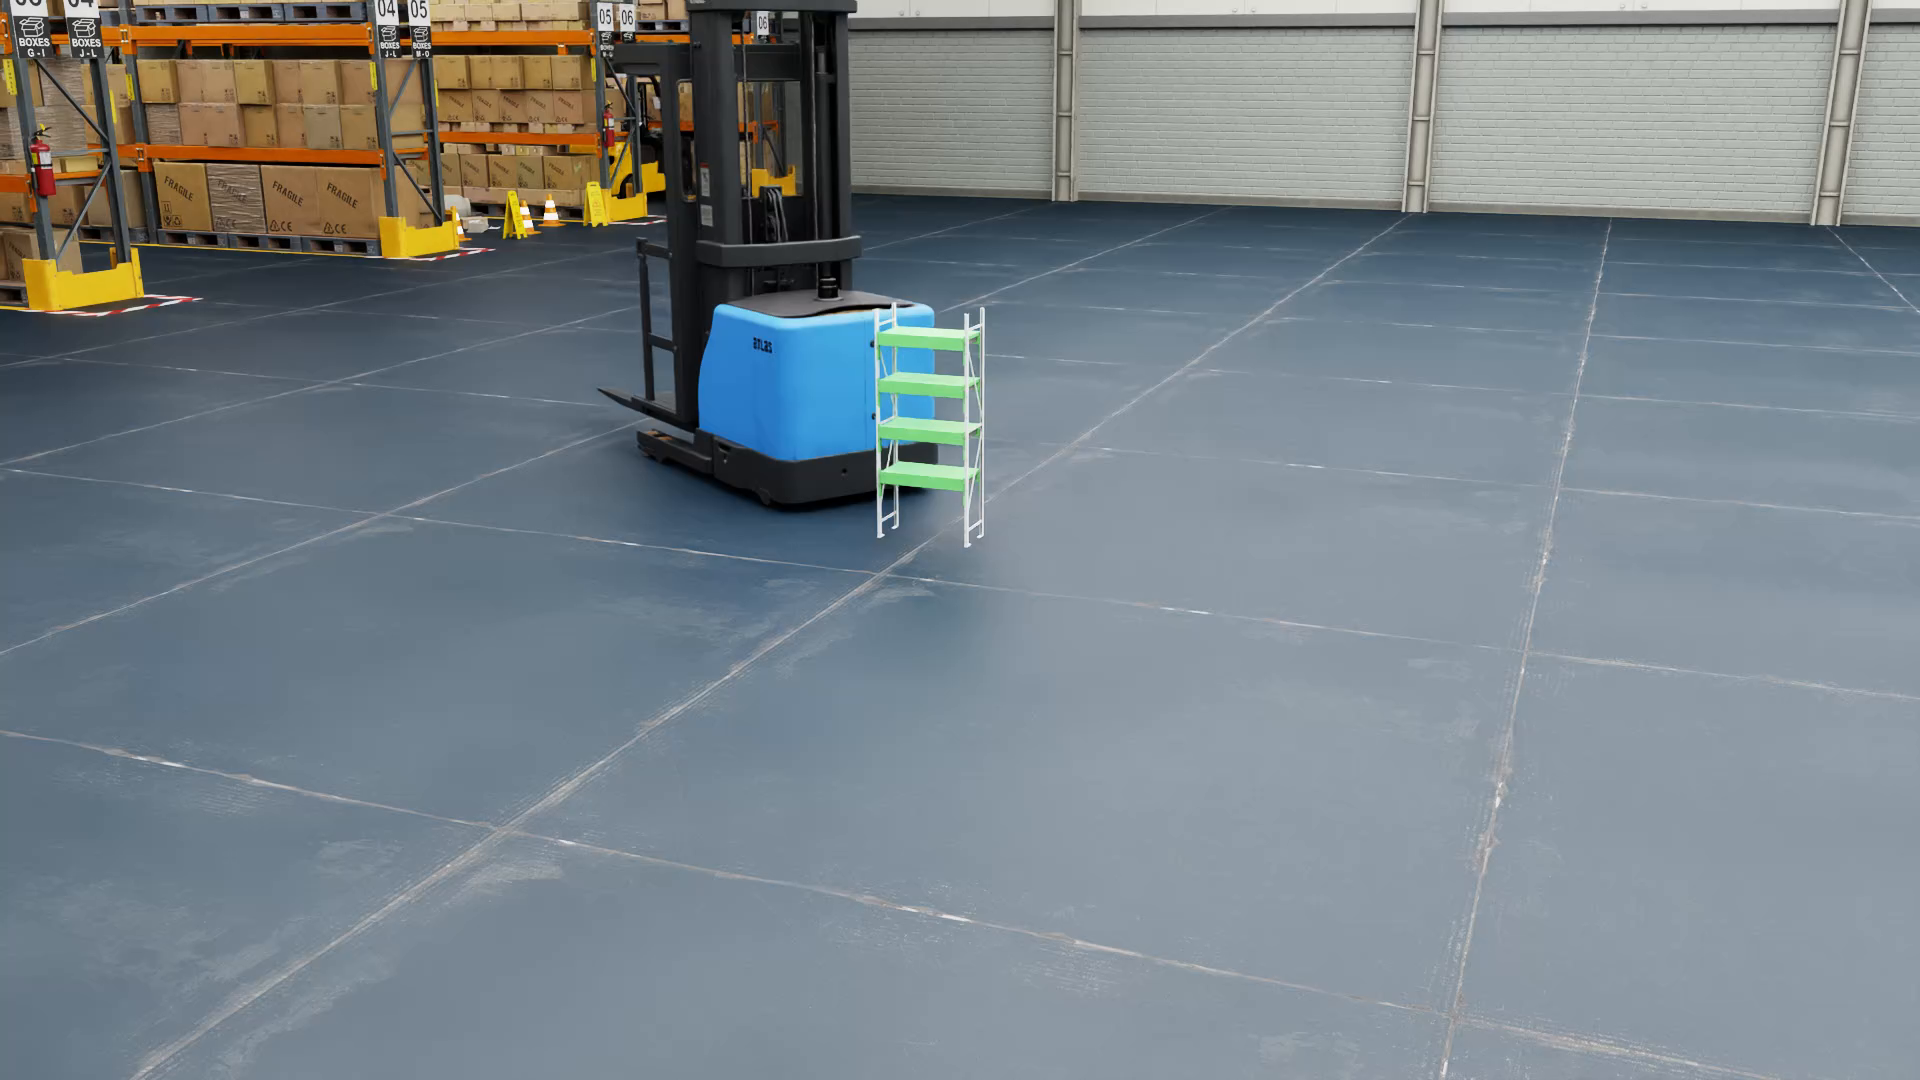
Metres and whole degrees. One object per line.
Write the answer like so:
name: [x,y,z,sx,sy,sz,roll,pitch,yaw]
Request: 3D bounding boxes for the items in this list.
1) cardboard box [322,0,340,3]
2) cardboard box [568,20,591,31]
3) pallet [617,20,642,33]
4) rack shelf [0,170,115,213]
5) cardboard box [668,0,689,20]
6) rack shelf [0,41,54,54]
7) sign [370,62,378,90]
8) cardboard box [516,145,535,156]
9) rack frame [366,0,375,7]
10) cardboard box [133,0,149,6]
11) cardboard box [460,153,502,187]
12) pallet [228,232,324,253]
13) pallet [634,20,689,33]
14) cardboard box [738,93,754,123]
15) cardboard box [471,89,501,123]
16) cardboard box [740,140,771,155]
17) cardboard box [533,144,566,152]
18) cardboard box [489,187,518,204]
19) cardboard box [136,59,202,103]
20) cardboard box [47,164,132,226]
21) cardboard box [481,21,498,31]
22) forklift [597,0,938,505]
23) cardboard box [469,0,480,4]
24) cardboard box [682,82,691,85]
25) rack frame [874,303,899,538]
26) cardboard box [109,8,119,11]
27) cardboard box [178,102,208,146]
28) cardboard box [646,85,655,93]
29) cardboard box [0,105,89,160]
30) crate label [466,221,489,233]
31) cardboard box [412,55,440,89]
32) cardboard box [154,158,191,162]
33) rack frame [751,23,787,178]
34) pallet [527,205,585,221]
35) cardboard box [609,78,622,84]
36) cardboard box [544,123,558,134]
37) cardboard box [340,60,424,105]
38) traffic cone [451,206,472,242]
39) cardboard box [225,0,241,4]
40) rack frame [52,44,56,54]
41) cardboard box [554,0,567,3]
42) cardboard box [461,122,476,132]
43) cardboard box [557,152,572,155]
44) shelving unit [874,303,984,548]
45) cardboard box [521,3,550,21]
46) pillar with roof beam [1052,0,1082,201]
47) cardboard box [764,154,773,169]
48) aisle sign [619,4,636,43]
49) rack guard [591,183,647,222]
cardboard box: [-7.626,-6.685,20.459,0.250,0.149,0.380,6,17,21]
cardboard box: [-5.670,-7.722,24.961,0.250,0.149,0.380,6,17,21]
pallet: [-6.336,-9.452,30.631,1.213,0.211,1.003,6,17,21]
rack shelf: [-10.732,-3.727,17.420,4.000,0.370,1.077,6,17,21]
cardboard box: [-4.835,-9.576,29.788,0.500,0.500,0.700,6,17,21]
rack shelf: [-18.259,-8.965,30.084,4.000,0.370,1.077,6,17,21]
sign: [-7.170,-5.674,20.337,0.005,0.325,0.100,6,17,21]
cardboard box: [-6.676,-6.052,25.809,0.250,0.149,0.380,7,17,22]
rack frame: [-6.958,-8.025,20.175,0.127,3.000,1.000,6,17,21]
cardboard box: [-10.465,-6.997,21.533,0.250,0.149,0.380,6,17,20]
cardboard box: [-7.523,-5.853,26.287,0.500,0.500,0.500,7,18,24]
pallet: [-8.862,-3.991,22.043,1.213,0.211,1.003,6,17,21]
pallet: [-5.205,-9.327,30.199,1.213,0.211,1.003,6,17,21]
cardboard box: [-3.972,-7.756,29.829,0.500,0.500,0.500,6,17,19]
cardboard box: [-7.235,-6.774,25.914,0.500,0.500,0.500,6,17,21]
cardboard box: [-3.796,-7.185,30.428,0.500,0.250,0.500,6,17,20]
cardboard box: [-7.628,-7.246,31.760,0.625,0.625,0.875,7,18,23]
cardboard box: [-7.054,-5.439,26.207,0.500,0.250,0.500,6,17,19]
cardboard box: [-10.348,-6.097,22.088,0.550,0.550,0.875,6,17,21]
cardboard box: [-12.185,-4.814,23.157,0.750,0.750,1.050,6,17,21]
cardboard box: [-7.115,-7.867,25.463,0.250,0.149,0.380,6,17,20]
forklift: [-1.378,-1.955,10.149,1.130,2.935,3.031,-11,19,-33]
cardboard box: [-7.307,-8.295,25.507,0.250,0.149,0.380,7,17,22]
cardboard box: [-4.810,-8.289,29.971,0.250,0.149,0.380,7,18,22]
rack frame: [-0.381,-0.618,8.651,0.015,1.200,0.240,6,17,21]
cardboard box: [-14.087,-8.884,28.002,0.258,0.266,0.396,6,17,19]
cardboard box: [-9.811,-5.540,22.107,0.550,0.550,0.875,6,17,21]
cardboard box: [-5.508,-8.230,30.300,0.250,0.149,0.380,6,17,19]
cardboard box: [-9.373,-4.122,16.778,0.500,0.500,0.875,6,17,21]
crate label: [-6.954,-4.514,23.977,0.298,0.136,0.250,-2,16,-8]
cardboard box: [-8.160,-7.359,26.135,0.500,0.500,0.700,6,17,21]
cardboard box: [-13.290,-6.530,28.843,0.875,0.875,0.875,6,17,20]
rack frame: [-3.418,-7.725,29.904,0.127,3.000,1.000,6,17,21]
pallet: [-6.049,-5.199,26.202,1.213,0.211,1.003,6,17,21]
cardboard box: [-6.232,-8.447,30.515,0.250,0.149,0.380,7,17,22]
cardboard box: [-6.169,-6.329,25.544,0.250,0.149,0.380,6,17,20]
cardboard box: [-7.289,-5.782,21.005,0.550,0.550,0.875,6,17,21]
traffic cone: [-6.931,-4.348,22.820,0.334,0.463,0.336,6,17,21]
cardboard box: [-9.050,-6.841,20.997,0.250,0.149,0.380,7,17,21]
rack frame: [-16.399,-7.665,29.697,0.127,3.000,1.000,6,17,21]
cardboard box: [-5.885,-8.135,24.955,0.250,0.149,0.380,7,17,22]
cardboard box: [-7.595,-6.478,26.057,0.250,0.149,0.380,6,17,21]
cardboard box: [-6.395,-5.888,26.408,0.500,0.500,0.500,6,17,19]
shelving unit: [-0.154,-0.593,8.565,0.503,1.200,0.258,6,17,21]
cardboard box: [-6.273,-7.987,25.160,0.500,0.250,0.500,6,17,20]
pillar with roof beam: [0.267,-9.181,24.158,0.400,9.000,9.100,6,17,21]
cardboard box: [-3.779,-6.949,30.511,0.500,0.250,0.500,7,17,22]
aisle sign: [-5.064,-7.760,25.361,0.004,0.787,0.394,6,17,21]
rack guard: [-5.306,-5.245,25.844,0.348,0.500,1.175,6,17,21]
